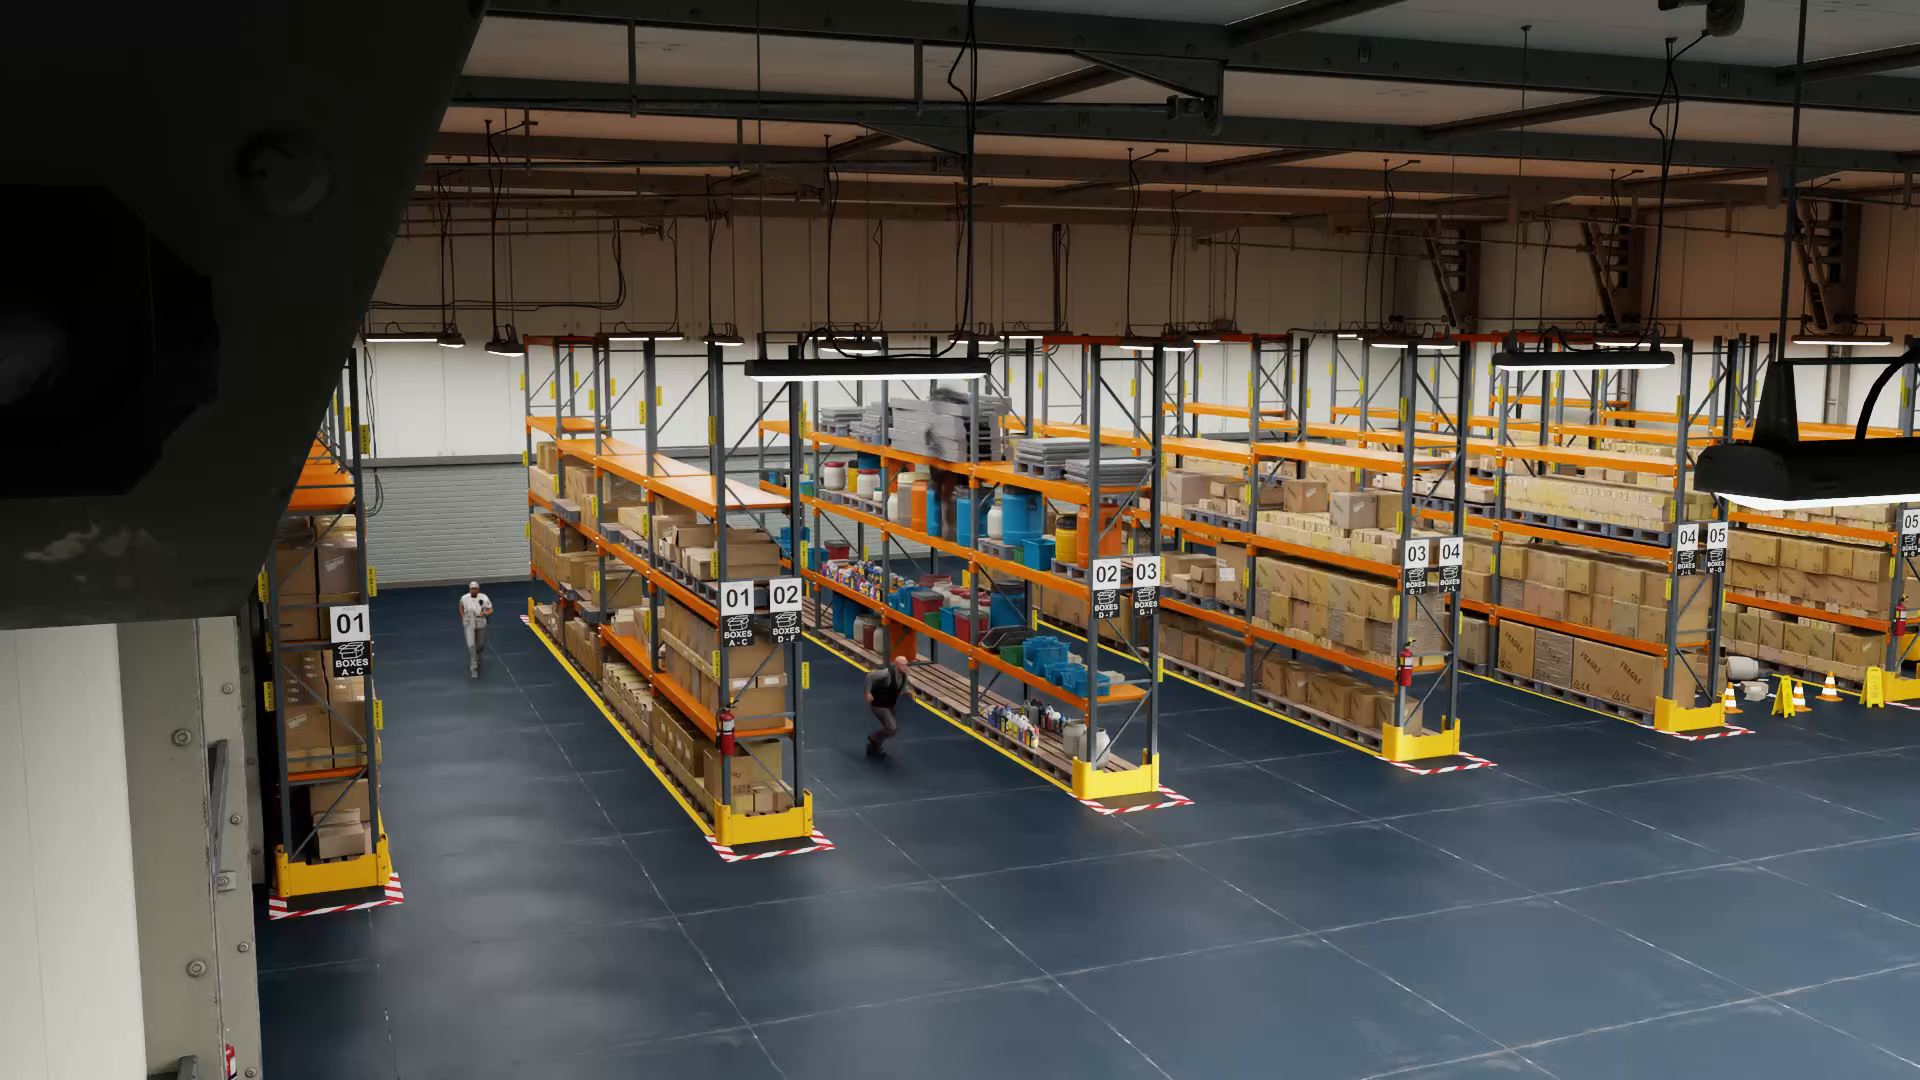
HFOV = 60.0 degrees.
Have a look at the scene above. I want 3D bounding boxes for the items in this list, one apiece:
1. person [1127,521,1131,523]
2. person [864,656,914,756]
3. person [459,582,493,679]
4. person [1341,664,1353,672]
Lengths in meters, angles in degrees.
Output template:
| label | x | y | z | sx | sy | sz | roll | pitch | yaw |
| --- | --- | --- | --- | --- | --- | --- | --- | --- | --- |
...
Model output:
| label | x | y | z | sx | sy | sz | roll | pitch | yaw |
| --- | --- | --- | --- | --- | --- | --- | --- | --- | --- |
| person | 3.938 | 0.375 | 38.775 | 0.588 | 1.619 | 0.758 | -4 | 9 | -27 |
| person | -1.051 | 2.401 | 23.862 | 0.867 | 1.549 | 0.684 | 6 | 10 | 38 |
| person | -8.660 | 1.580 | 29.806 | 0.559 | 1.697 | 1.026 | -3 | 8 | -23 |
| person | 7.034 | 1.558 | 29.818 | 0.605 | 1.654 | 0.529 | -3 | 8 | -24 |
